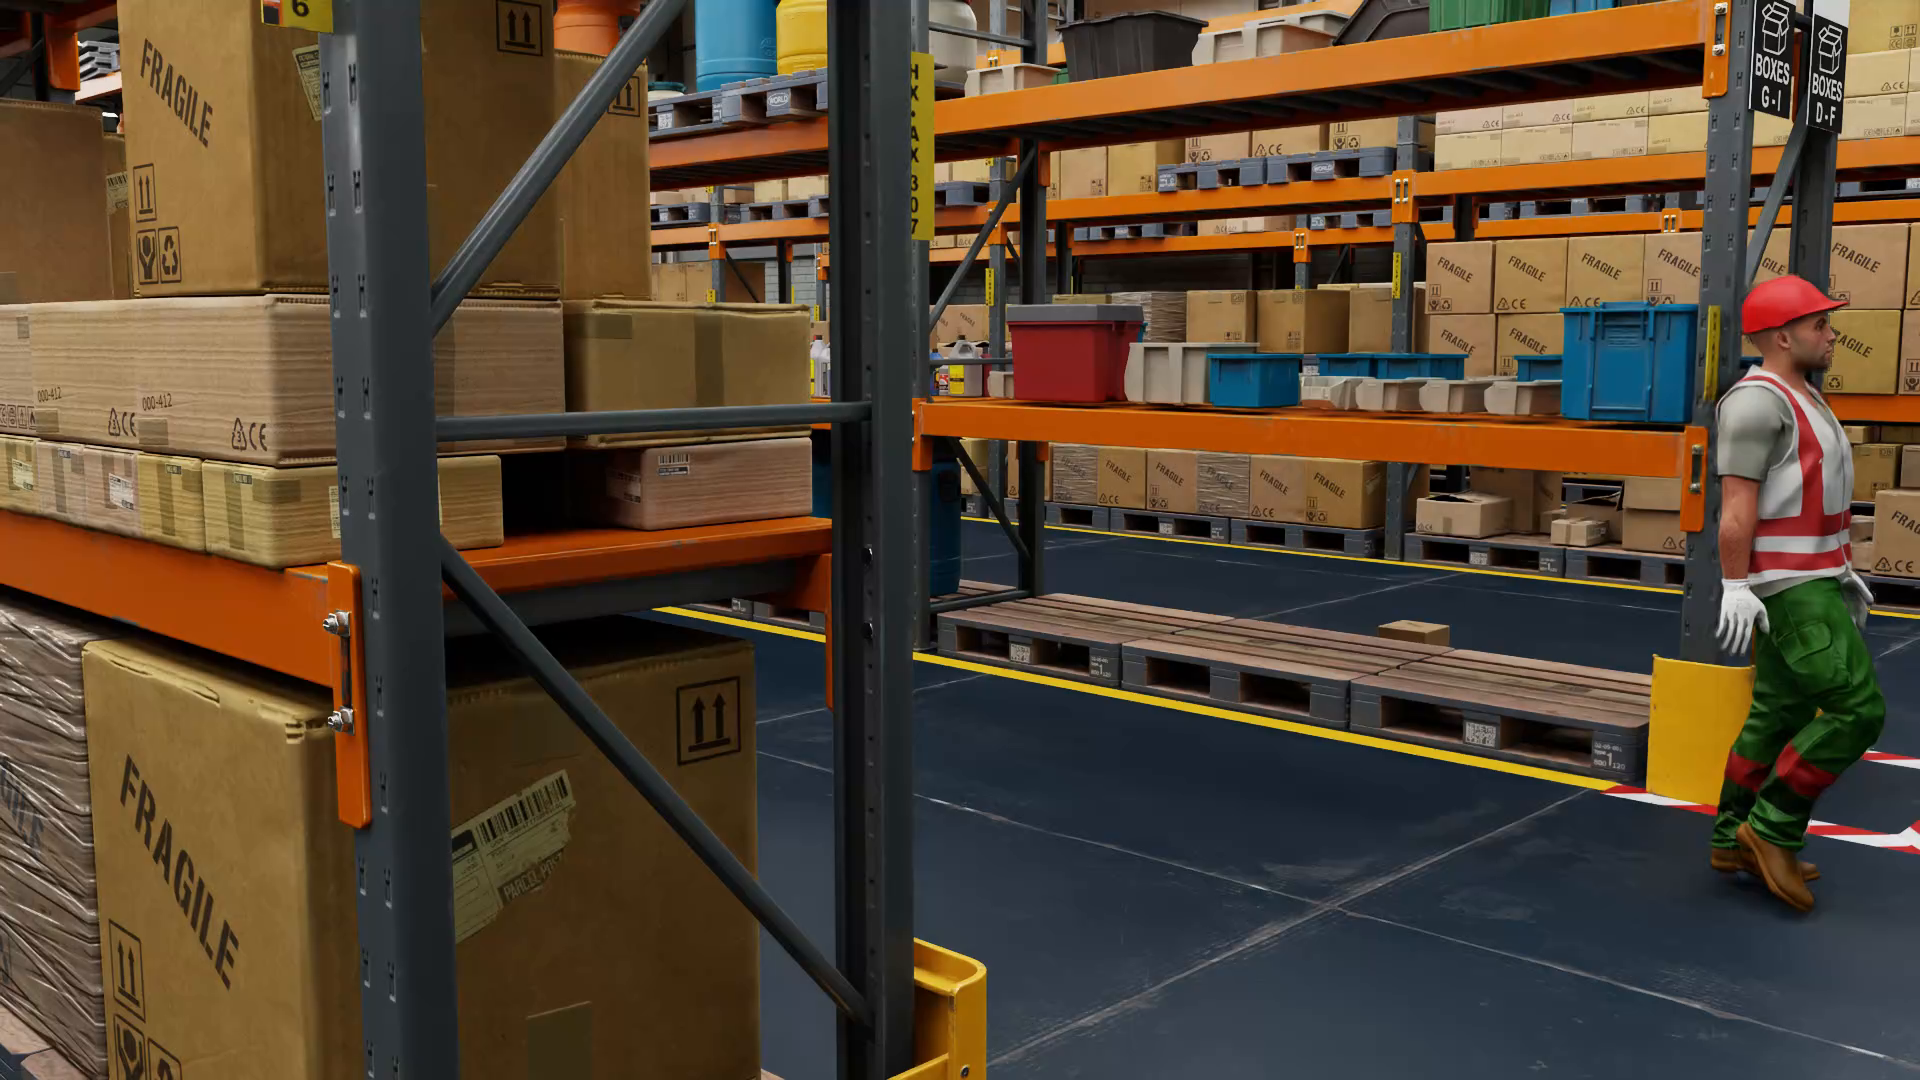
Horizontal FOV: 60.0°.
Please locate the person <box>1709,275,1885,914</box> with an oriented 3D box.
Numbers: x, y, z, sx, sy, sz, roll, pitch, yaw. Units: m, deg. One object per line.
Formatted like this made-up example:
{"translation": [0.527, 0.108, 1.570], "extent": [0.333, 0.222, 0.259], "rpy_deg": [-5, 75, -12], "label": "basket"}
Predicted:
{"translation": [2.448, 0.147, 4.792], "extent": [0.485, 1.801, 0.608], "rpy_deg": [6, 9, 39], "label": "person"}
